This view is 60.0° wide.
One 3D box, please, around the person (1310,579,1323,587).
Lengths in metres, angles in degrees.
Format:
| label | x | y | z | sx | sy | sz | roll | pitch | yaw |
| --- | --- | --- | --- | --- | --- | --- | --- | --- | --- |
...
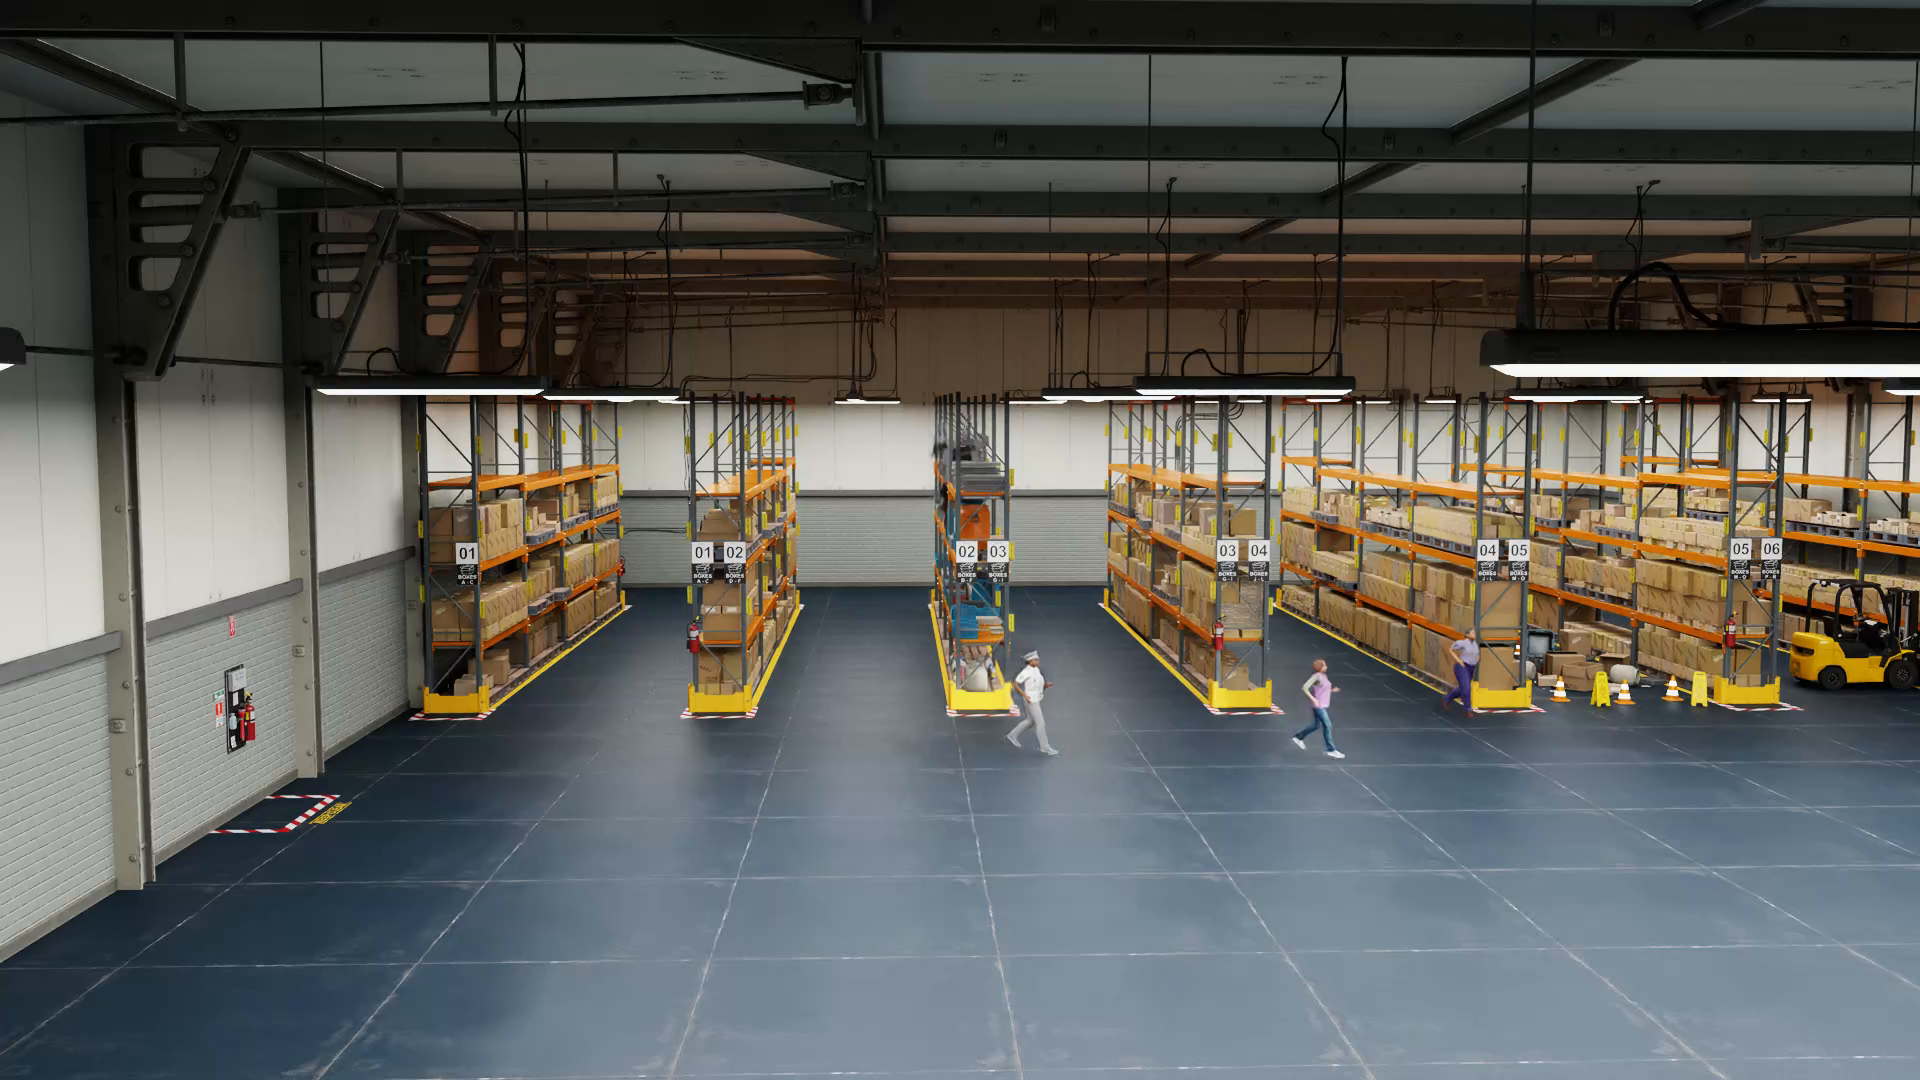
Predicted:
| label | x | y | z | sx | sy | sz | roll | pitch | yaw |
| --- | --- | --- | --- | --- | --- | --- | --- | --- | --- |
| person | 10.487 | 0.997 | 48.758 | 0.681 | 1.641 | 0.596 | 4 | 6 | 42 |

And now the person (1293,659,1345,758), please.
| label | x | y | z | sx | sy | sz | roll | pitch | yaw |
| --- | --- | --- | --- | --- | --- | --- | --- | --- | --- |
| person | 5.862 | 2.737 | 27.158 | 0.893 | 1.571 | 0.536 | 2 | 5 | 27 |

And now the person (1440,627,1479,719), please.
| label | x | y | z | sx | sy | sz | roll | pitch | yaw |
| --- | --- | --- | --- | --- | --- | --- | --- | --- | --- |
| person | 9.404 | 2.451 | 30.971 | 0.627 | 1.660 | 0.870 | -3 | 6 | -37 |

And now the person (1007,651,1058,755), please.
| label | x | y | z | sx | sy | sz | roll | pitch | yaw |
| --- | --- | --- | --- | --- | --- | --- | --- | --- | --- |
| person | 1.198 | 2.659 | 27.415 | 0.921 | 1.684 | 0.574 | 2 | 5 | 21 |

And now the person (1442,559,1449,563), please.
| label | x | y | z | sx | sy | sz | roll | pitch | yaw |
| --- | --- | --- | --- | --- | --- | --- | --- | --- | --- |
| person | 14.547 | 0.969 | 49.373 | 0.612 | 1.631 | 0.758 | 3 | 5 | 30 |
